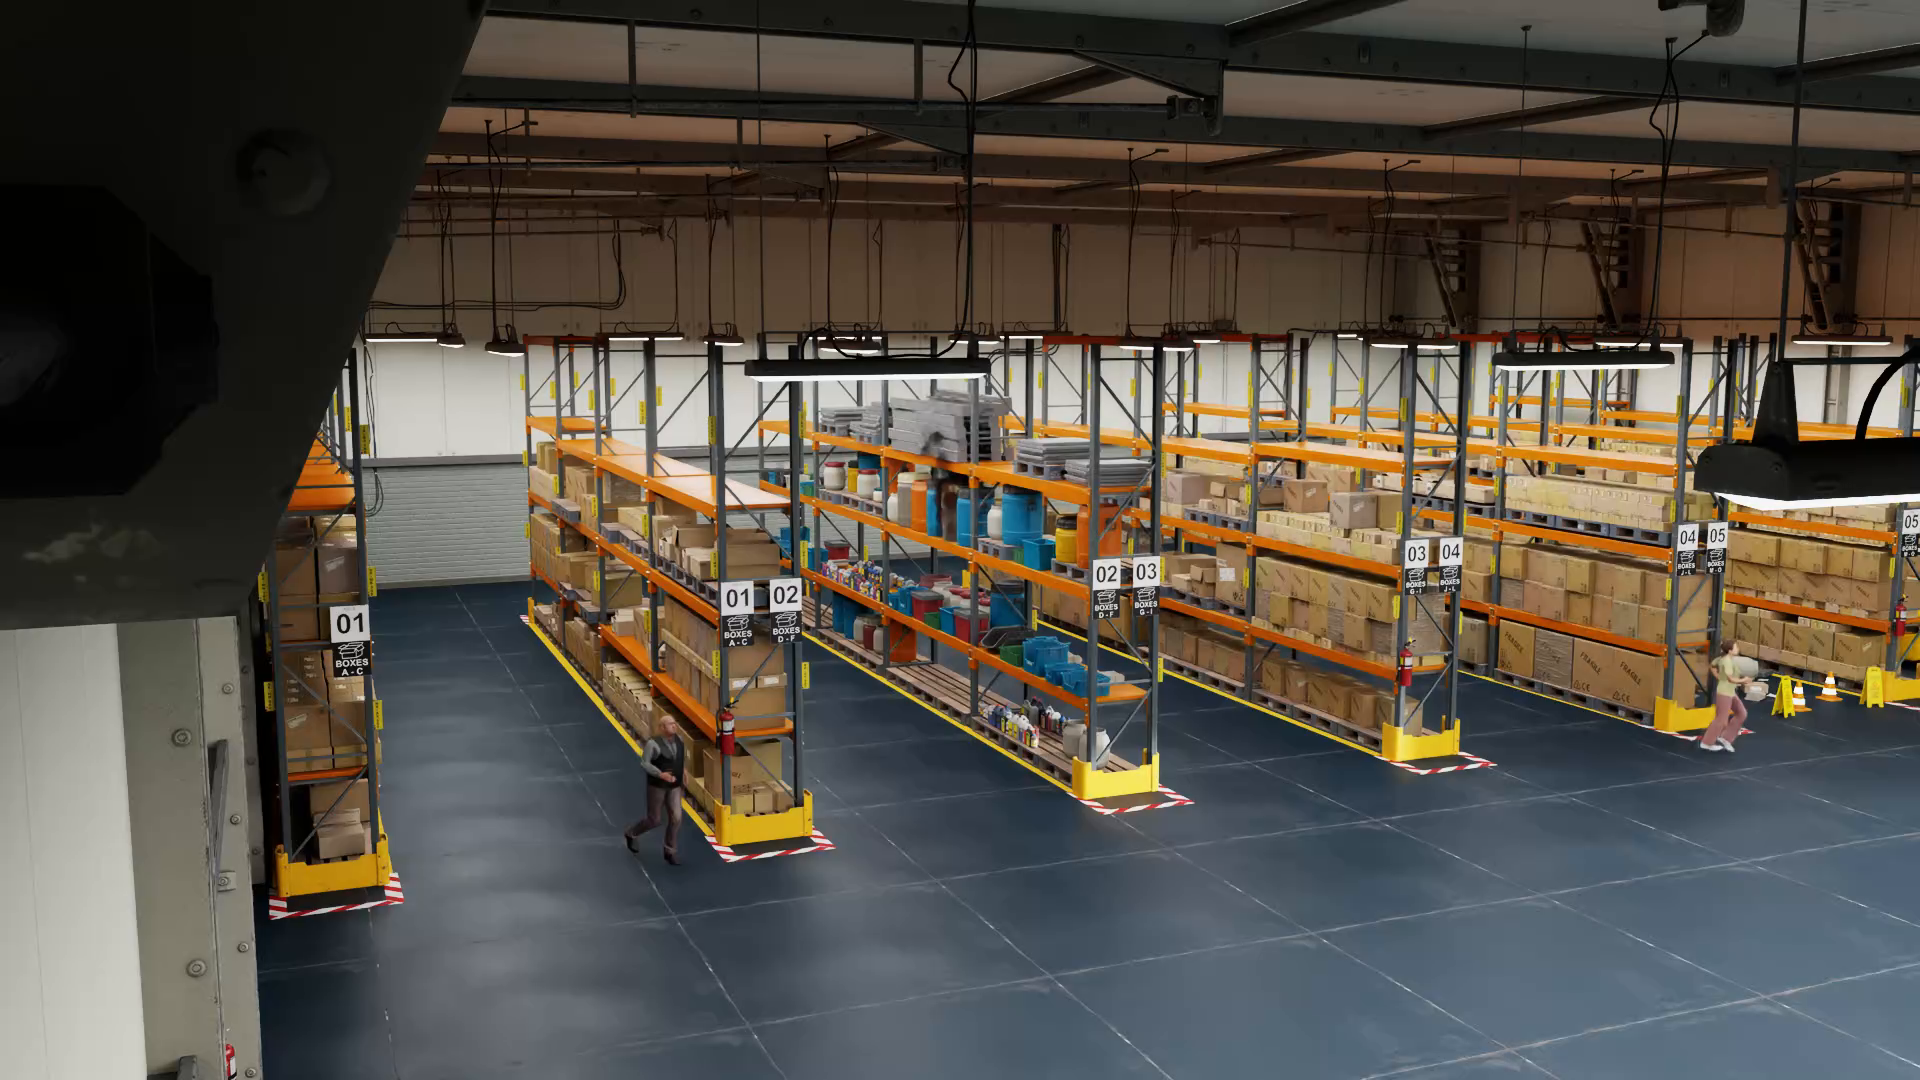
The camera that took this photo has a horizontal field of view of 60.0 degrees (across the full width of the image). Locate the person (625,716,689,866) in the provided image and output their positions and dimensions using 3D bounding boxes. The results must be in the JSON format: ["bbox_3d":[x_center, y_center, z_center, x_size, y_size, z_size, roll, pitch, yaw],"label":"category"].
[{"bbox_3d":[-3.483,2.905,19.599,0.835,1.724,0.713,7,10,43],"label":"person"}]

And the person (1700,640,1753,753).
[{"bbox_3d":[11.220,2.291,24.310,0.660,1.686,0.588,4,8,25],"label":"person"}]
